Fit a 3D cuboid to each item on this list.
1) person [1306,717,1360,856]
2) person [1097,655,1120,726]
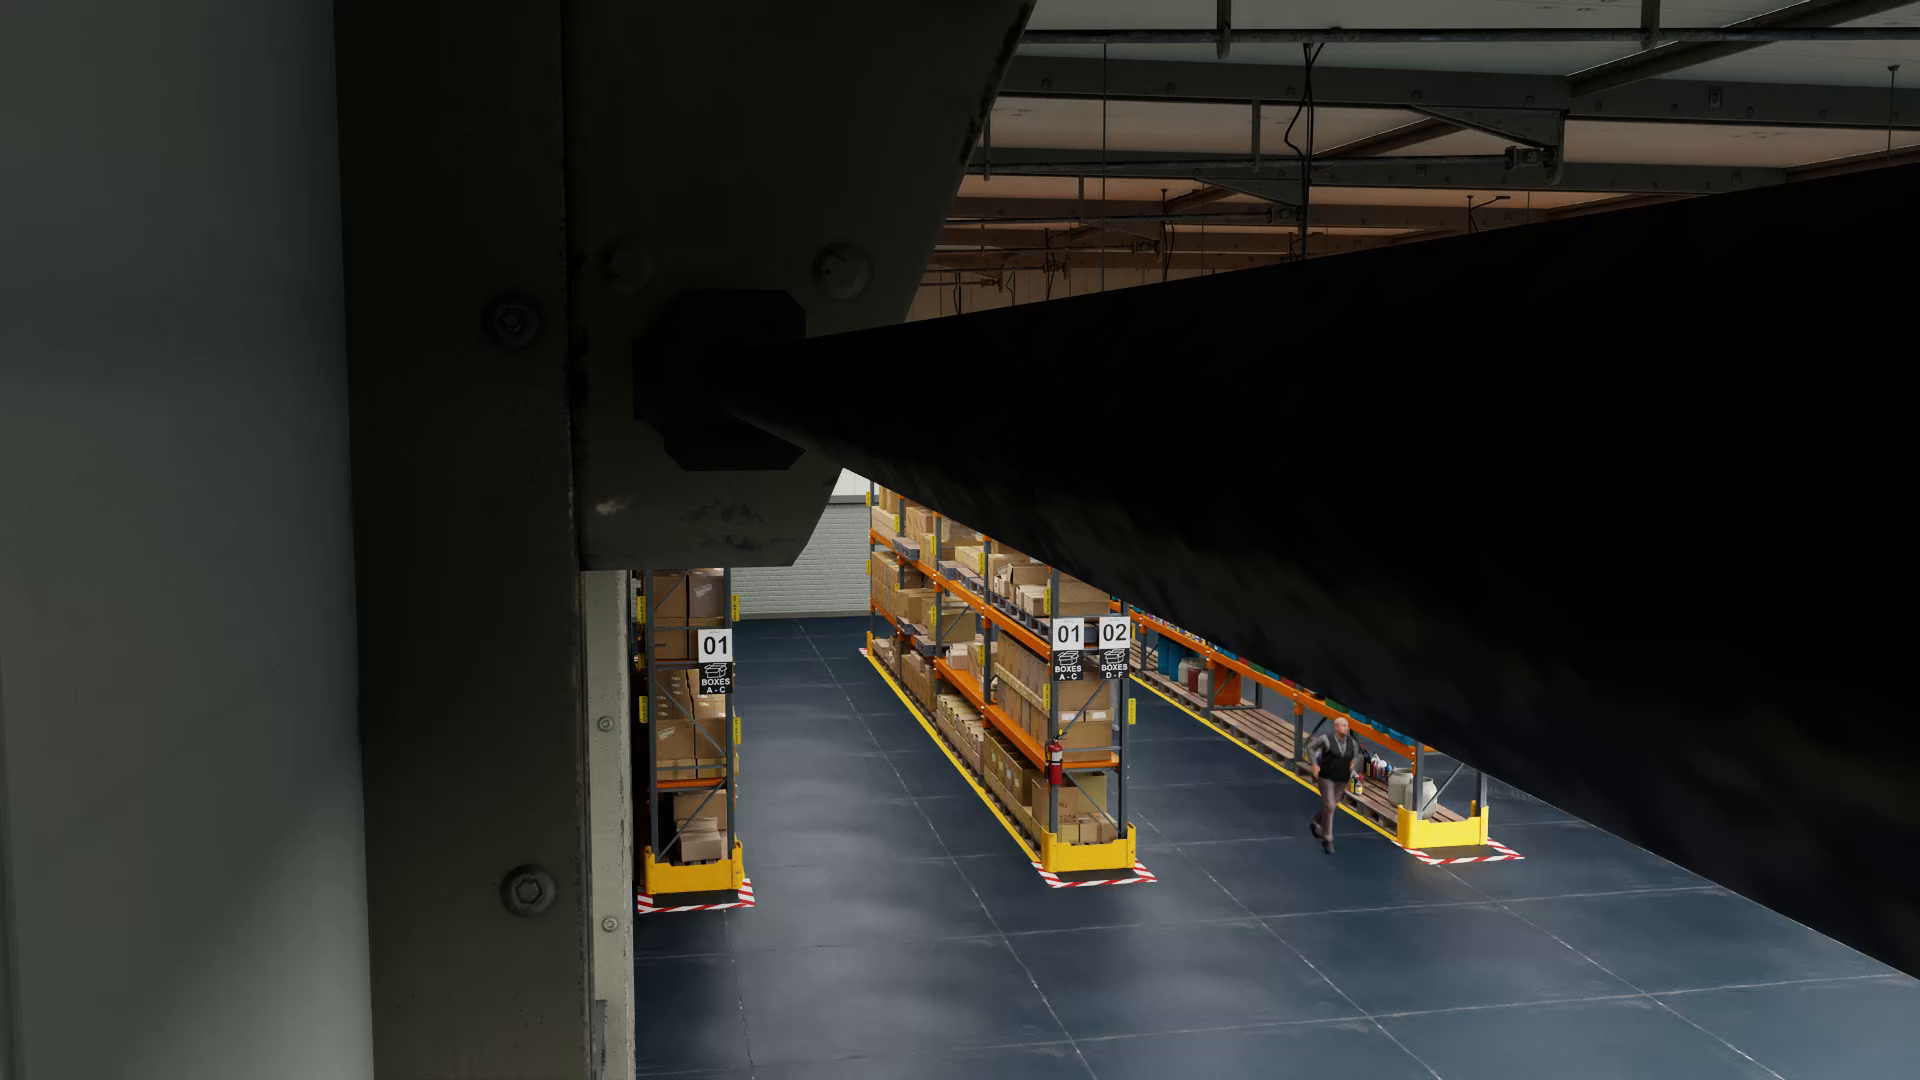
[{"bbox_3d":[4.961,3.192,21.981,0.665,1.722,0.900,-2,6,-17],"label":"person"},{"bbox_3d":[2.674,2.555,29.148,0.538,1.330,0.743,-2,6,-15],"label":"person"}]
